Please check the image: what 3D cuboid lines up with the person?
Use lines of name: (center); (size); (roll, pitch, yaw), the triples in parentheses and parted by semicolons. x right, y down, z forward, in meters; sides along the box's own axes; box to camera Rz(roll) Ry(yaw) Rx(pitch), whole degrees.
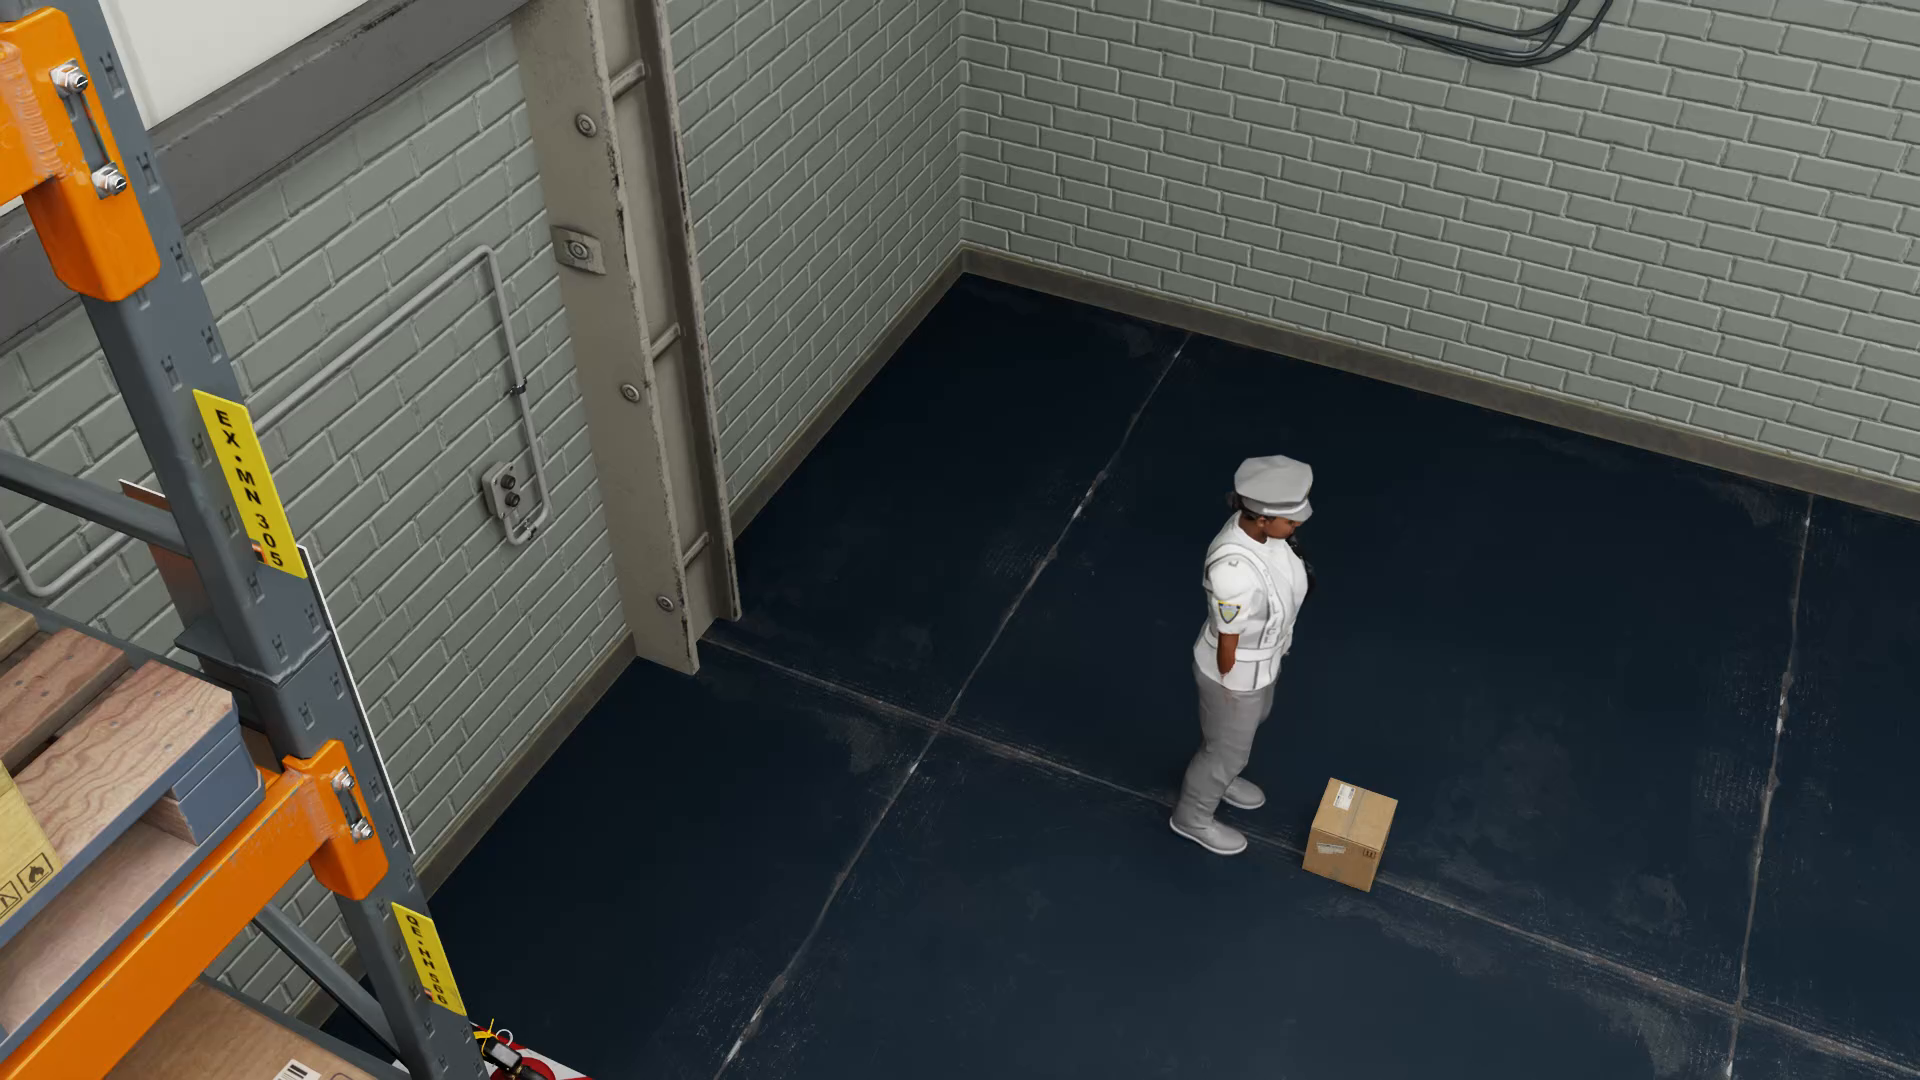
person: (0.981, 0.407, 5.722); (0.341, 1.662, 0.438); (18, 45, 19)
